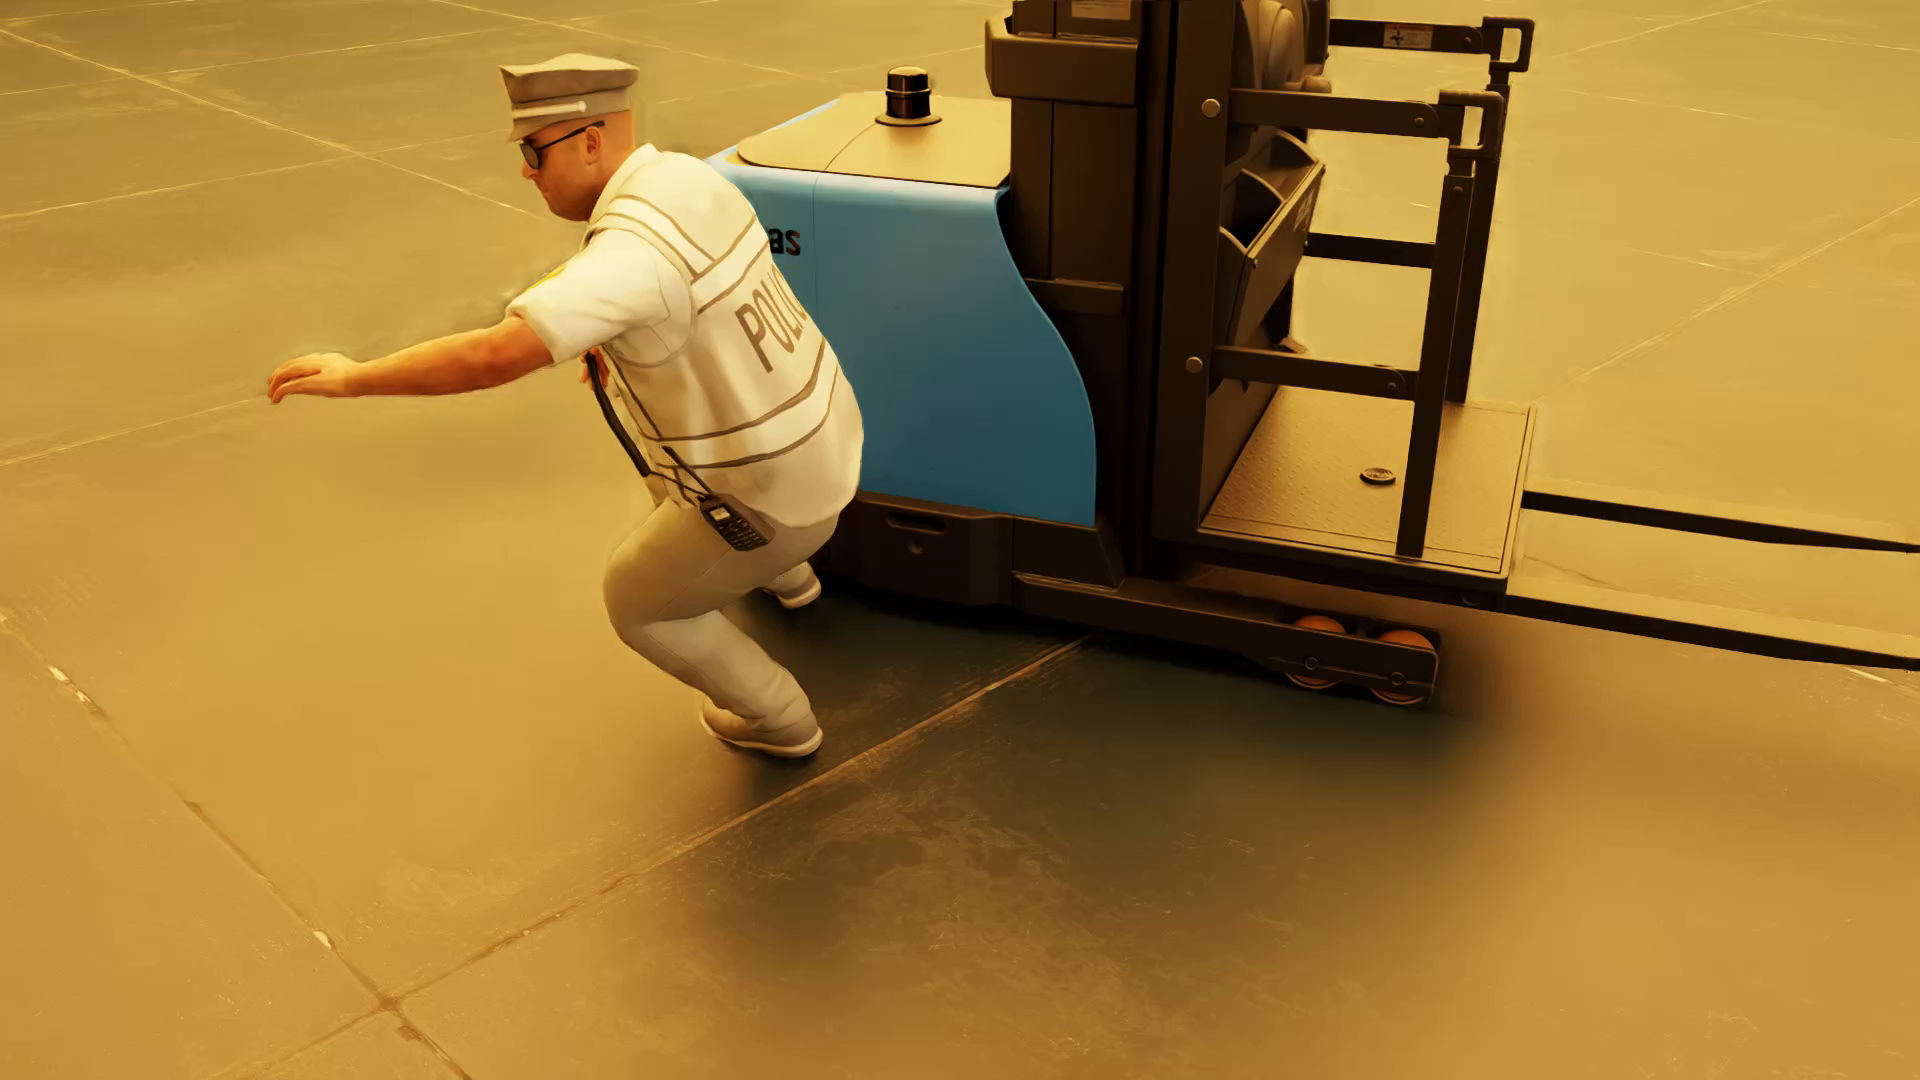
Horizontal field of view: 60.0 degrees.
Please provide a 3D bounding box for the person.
[{"bbox_3d":[-0.641,-0.245,3.374,0.941,1.511,1.293,3,26,5],"label":"person"}]

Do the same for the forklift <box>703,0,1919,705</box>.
[{"bbox_3d":[0.915,-1.207,3.674,3.031,2.935,1.130,9,28,18],"label":"forklift"}]
